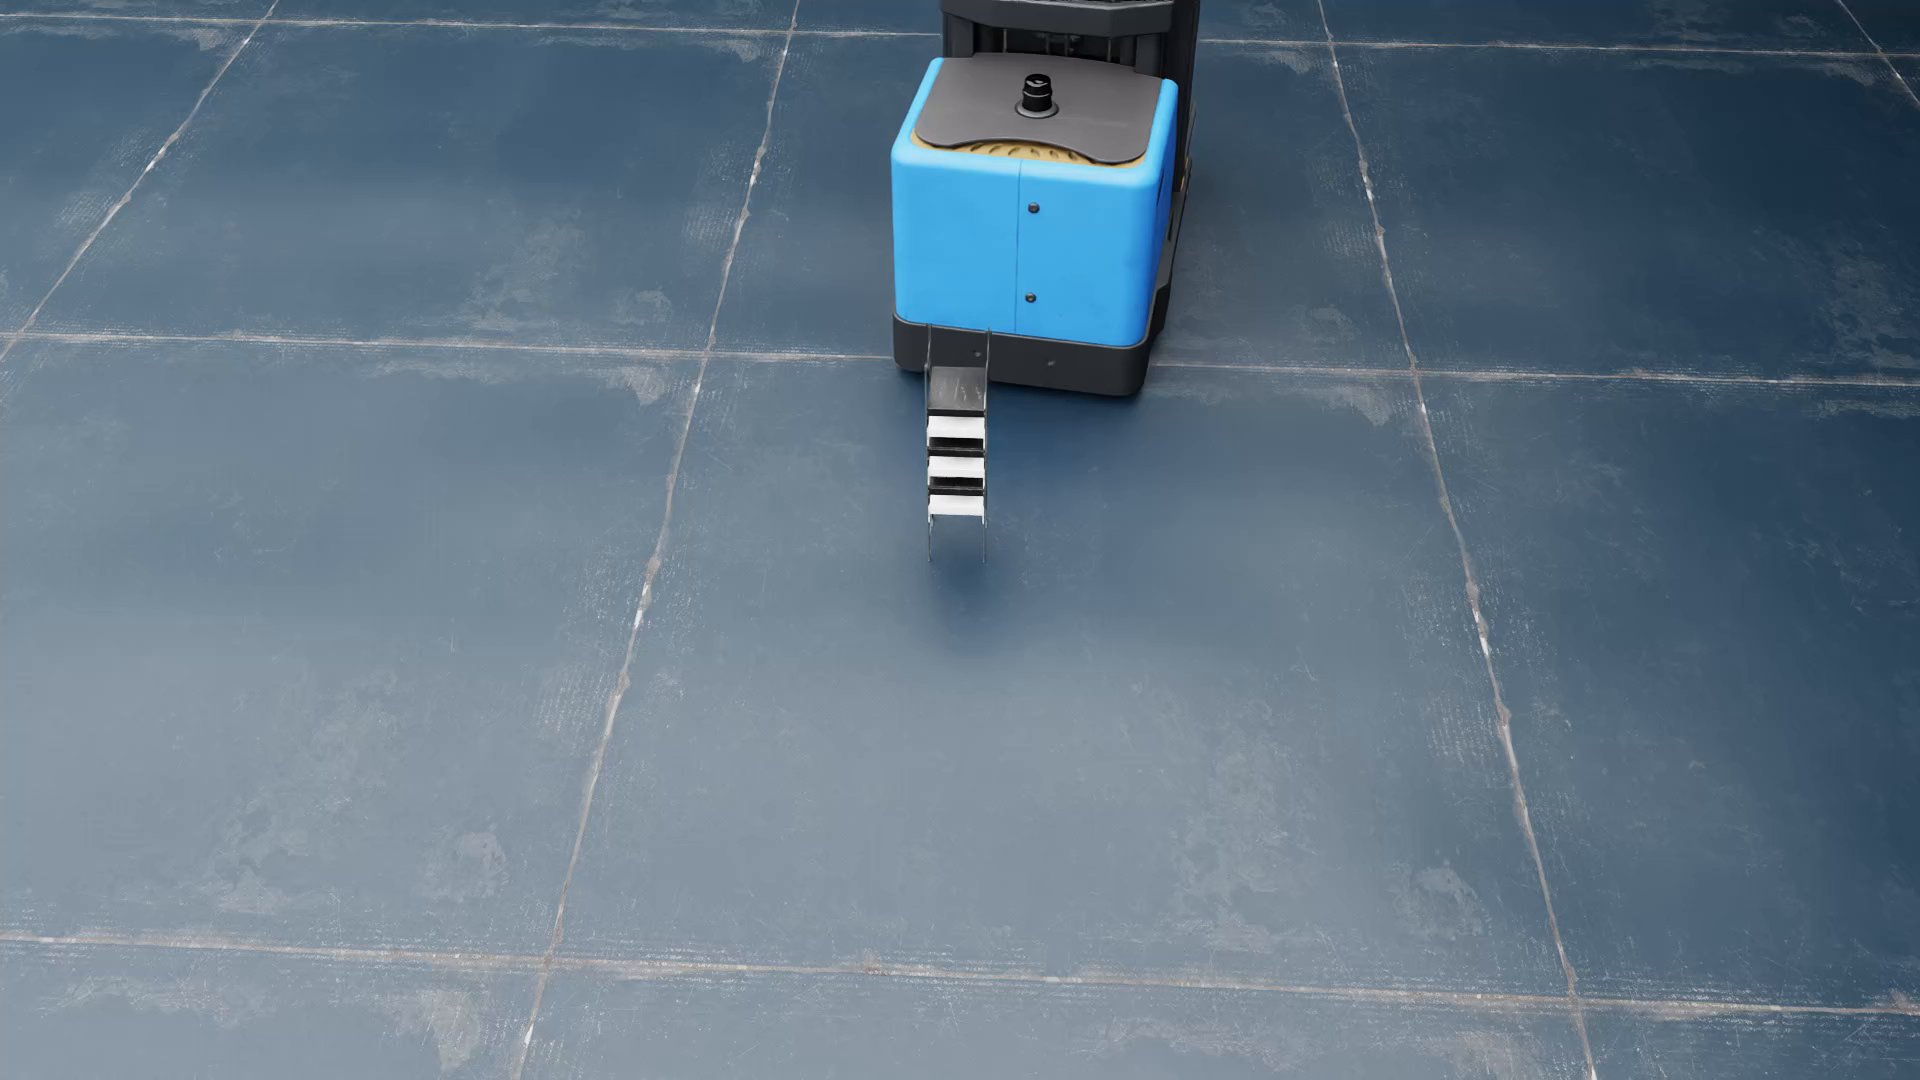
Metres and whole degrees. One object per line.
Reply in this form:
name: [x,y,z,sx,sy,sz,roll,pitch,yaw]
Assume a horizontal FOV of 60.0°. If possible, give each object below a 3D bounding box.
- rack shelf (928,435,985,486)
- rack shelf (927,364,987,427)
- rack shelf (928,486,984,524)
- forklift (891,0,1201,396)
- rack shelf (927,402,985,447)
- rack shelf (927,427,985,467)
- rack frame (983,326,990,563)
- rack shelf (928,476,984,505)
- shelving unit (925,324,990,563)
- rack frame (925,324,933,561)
rack shelf: [-0.008,-0.305,5.966,0.200,0.077,0.258,2,43,2]
rack shelf: [-0.008,-0.503,5.782,0.200,0.077,0.258,2,43,2]
rack shelf: [-0.008,-0.173,6.089,0.200,0.077,0.258,2,43,2]
forklift: [0.515,-2.674,6.970,1.130,2.935,3.031,8,44,8]
rack shelf: [-0.008,-0.437,5.844,0.200,0.077,0.258,2,43,2]
rack shelf: [-0.008,-0.371,5.905,0.200,0.077,0.258,2,43,2]
rack frame: [0.093,-0.326,5.940,0.006,0.900,0.240,2,43,2]
rack shelf: [-0.008,-0.239,6.028,0.200,0.077,0.258,2,43,2]
shelving unit: [-0.008,-0.330,5.944,0.210,0.900,0.258,2,43,2]
rack frame: [-0.110,-0.333,5.947,0.006,0.900,0.240,2,43,2]
